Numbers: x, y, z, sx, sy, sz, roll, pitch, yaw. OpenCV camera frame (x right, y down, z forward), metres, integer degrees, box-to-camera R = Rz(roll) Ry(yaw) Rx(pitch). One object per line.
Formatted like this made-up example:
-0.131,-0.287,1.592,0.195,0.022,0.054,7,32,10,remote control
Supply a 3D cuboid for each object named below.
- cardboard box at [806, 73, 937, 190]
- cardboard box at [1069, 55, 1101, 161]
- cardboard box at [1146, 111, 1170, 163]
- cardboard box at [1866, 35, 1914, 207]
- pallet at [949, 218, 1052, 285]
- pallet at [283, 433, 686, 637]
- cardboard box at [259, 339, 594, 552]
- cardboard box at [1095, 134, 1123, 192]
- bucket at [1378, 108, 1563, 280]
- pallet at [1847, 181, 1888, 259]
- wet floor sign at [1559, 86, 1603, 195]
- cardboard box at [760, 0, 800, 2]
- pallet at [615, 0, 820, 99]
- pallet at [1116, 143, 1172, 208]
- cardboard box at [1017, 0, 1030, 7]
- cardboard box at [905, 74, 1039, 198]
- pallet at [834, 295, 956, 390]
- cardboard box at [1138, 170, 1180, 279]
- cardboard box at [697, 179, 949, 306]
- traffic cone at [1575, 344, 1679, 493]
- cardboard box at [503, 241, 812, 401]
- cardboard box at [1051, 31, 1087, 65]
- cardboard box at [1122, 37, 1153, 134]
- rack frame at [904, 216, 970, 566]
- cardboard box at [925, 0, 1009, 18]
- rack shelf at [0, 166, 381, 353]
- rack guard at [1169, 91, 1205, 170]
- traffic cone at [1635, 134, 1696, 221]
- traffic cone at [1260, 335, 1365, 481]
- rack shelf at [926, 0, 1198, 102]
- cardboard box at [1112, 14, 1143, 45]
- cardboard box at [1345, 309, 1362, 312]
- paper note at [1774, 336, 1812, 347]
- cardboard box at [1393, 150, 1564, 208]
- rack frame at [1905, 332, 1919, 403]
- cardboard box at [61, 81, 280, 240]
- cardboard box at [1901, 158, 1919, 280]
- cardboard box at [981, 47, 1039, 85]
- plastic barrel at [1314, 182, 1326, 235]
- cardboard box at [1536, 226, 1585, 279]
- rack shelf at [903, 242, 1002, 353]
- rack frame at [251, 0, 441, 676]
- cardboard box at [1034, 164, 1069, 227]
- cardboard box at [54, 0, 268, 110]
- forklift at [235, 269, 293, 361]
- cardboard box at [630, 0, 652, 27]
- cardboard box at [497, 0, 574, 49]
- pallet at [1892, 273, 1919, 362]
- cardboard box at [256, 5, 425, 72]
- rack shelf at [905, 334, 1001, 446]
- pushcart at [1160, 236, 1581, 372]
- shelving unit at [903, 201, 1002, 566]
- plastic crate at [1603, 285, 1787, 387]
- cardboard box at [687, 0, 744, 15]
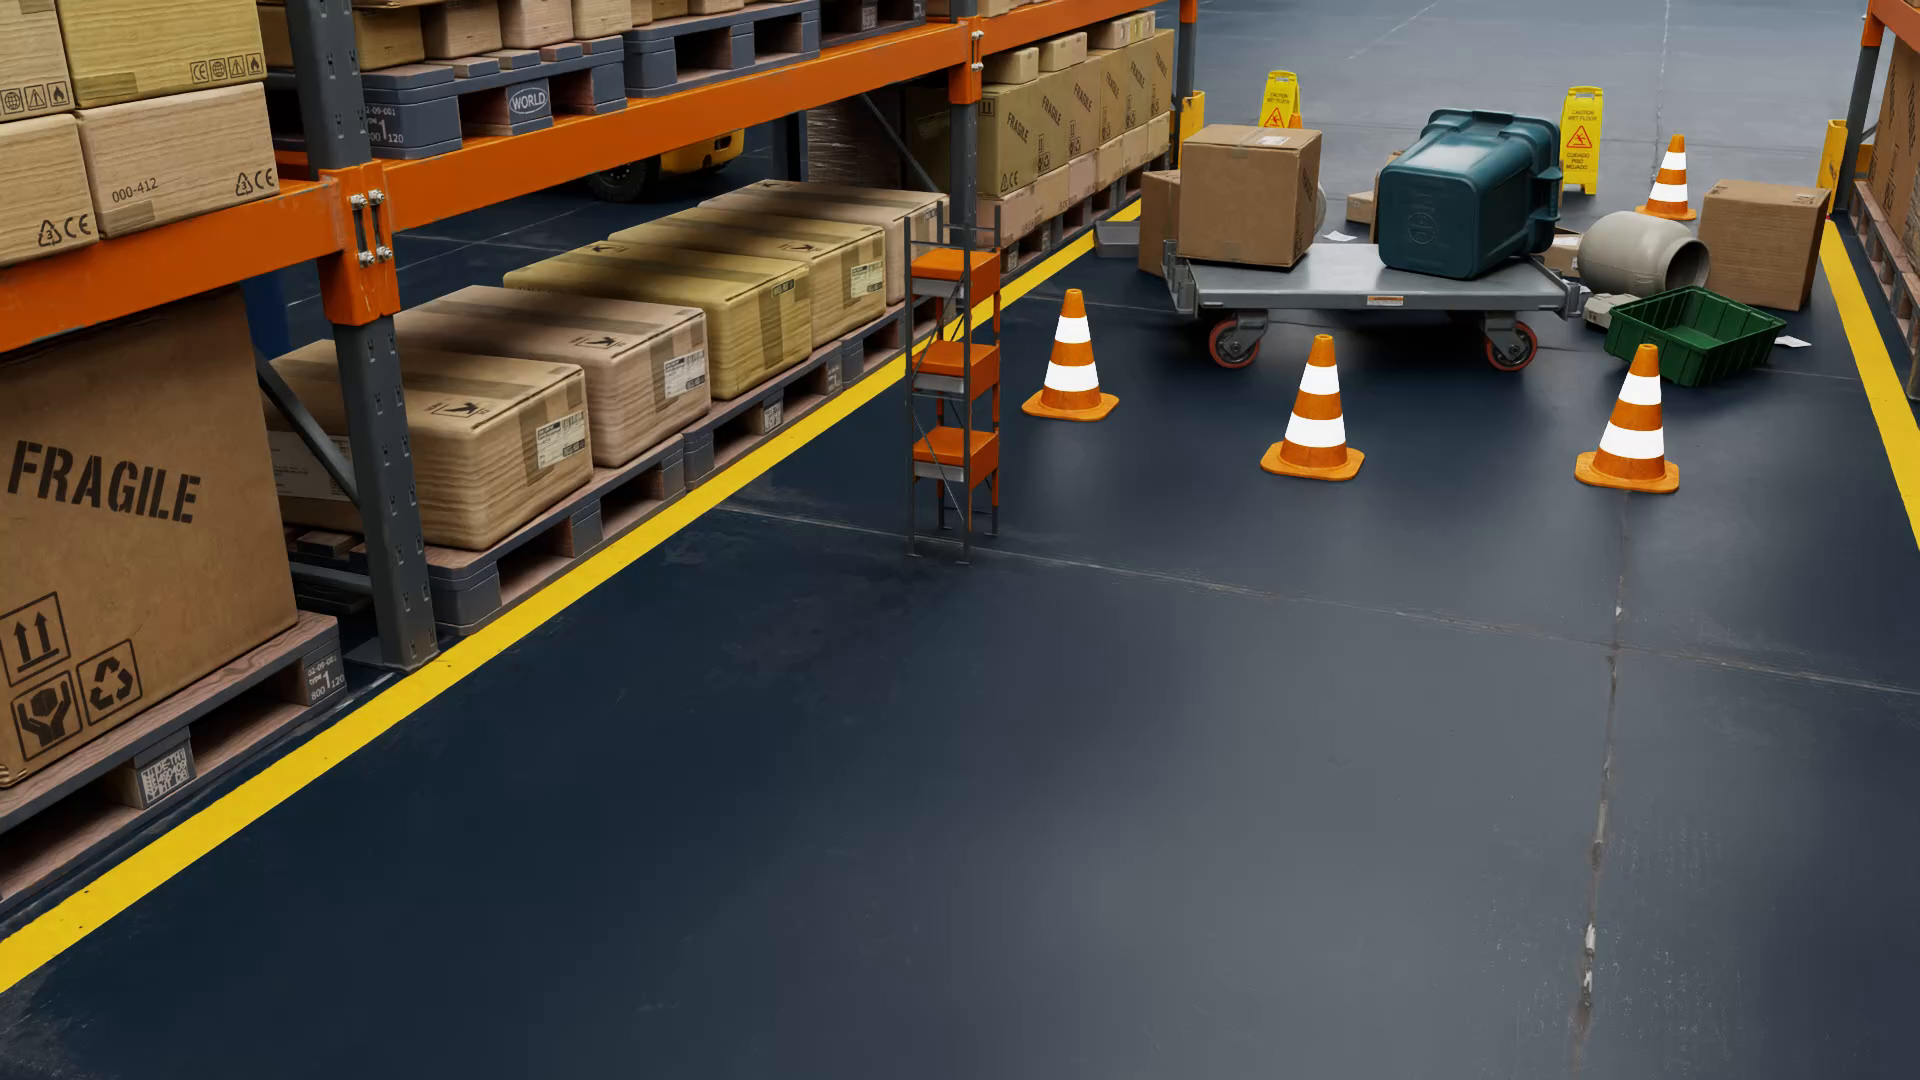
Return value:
-0.437,-2.072,8.369,0.500,0.500,0.500,8,24,19,cardboard box
0.445,-2.373,9.090,0.500,0.500,0.500,10,25,23,cardboard box
1.019,-2.571,10.536,0.500,0.250,0.500,9,24,20,cardboard box
5.521,-2.271,9.008,0.875,0.875,0.875,9,24,20,cardboard box
-0.191,-1.510,8.591,1.003,0.211,1.213,9,24,20,pallet
-1.602,-0.112,5.245,1.003,0.211,1.213,9,24,20,pallet
-1.674,-0.302,4.945,0.950,0.372,0.625,7,24,16,cardboard box
0.639,-2.207,9.666,0.500,0.250,0.500,8,24,18,cardboard box
2.136,-1.448,7.101,0.726,0.611,0.620,19,39,38,bucket
5.487,-1.726,9.108,1.003,0.211,1.213,9,24,20,pallet
3.884,-2.518,10.440,0.267,0.644,0.232,5,23,11,wet floor sign
-0.735,-2.042,6.029,0.380,0.149,0.250,9,24,20,cardboard box
-1.196,-1.745,5.786,1.003,0.211,1.213,9,24,20,pallet
0.716,-2.383,10.681,1.003,0.211,1.213,9,24,20,pallet
0.124,-2.699,8.146,0.380,0.149,0.250,9,24,20,cardboard box
0.063,-1.995,8.183,0.500,0.500,0.500,10,25,23,cardboard box
-0.695,-0.986,7.336,1.003,0.211,1.213,9,24,20,pallet
1.254,-1.588,8.399,0.500,0.500,0.500,-12,25,-26,cardboard box
-0.600,-1.344,7.441,0.950,0.372,0.625,9,24,21,cardboard box
2.326,-0.444,5.713,0.336,0.463,0.334,9,24,20,traffic cone
-1.120,-0.838,6.228,0.950,0.372,0.625,10,25,22,cardboard box
0.451,-2.611,8.817,0.380,0.149,0.250,10,25,23,cardboard box
0.832,-2.742,9.973,0.500,0.500,0.500,10,25,22,cardboard box
-0.065,-0.422,4.897,0.200,1.050,0.008,9,24,20,rack frame
0.007,-2.502,7.674,0.380,0.149,0.250,9,24,20,cardboard box
-2.636,-0.072,2.464,1.077,0.370,4.000,9,24,20,rack shelf
1.050,-2.802,11.309,1.175,0.500,0.348,9,24,20,rack guard
4.196,-2.153,9.803,0.336,0.463,0.334,9,24,20,traffic cone
1.253,-0.489,5.821,0.336,0.463,0.334,9,24,20,traffic cone
0.336,-2.935,9.318,1.077,0.370,4.000,9,24,20,rack shelf
0.853,-2.998,9.745,0.380,0.149,0.250,9,24,21,cardboard box
1.888,-1.274,7.955,0.258,0.266,0.396,-7,24,-17,cardboard box
3.635,-0.879,7.314,0.147,0.020,0.142,-7,24,-17,paper note
2.777,-1.840,9.001,0.797,0.503,0.637,-7,24,-17,cardboard box
4.226,-1.879,5.856,1.000,3.000,0.127,9,24,20,rack frame
-1.840,-0.832,3.546,0.500,0.250,0.500,8,24,18,cardboard box
4.856,-1.630,7.473,0.875,0.875,0.875,9,24,20,cardboard box
0.165,-2.330,8.145,0.380,0.149,0.250,9,24,21,cardboard box
1.717,-1.838,9.101,0.421,0.421,0.512,-12,25,-26,plastic barrel
3.155,-1.496,8.487,0.396,0.266,0.258,13,26,29,cardboard box
-0.020,-0.717,4.897,0.215,0.259,0.240,9,24,20,rack shelf
-1.893,-1.120,4.039,1.000,3.000,0.127,9,24,20,rack frame
0.250,-1.841,8.789,0.500,0.250,0.500,10,25,23,cardboard box
-1.837,-1.072,3.469,0.500,0.250,0.500,9,24,20,cardboard box
-3.853,-1.728,5.583,3.031,2.935,1.130,11,25,24,forklift
-1.181,-1.668,5.132,0.380,0.149,0.250,10,25,23,cardboard box
-1.319,-1.475,4.670,0.380,0.149,0.250,7,24,17,cardboard box
4.581,-0.853,7.018,1.003,0.211,1.213,9,24,20,pallet
-1.600,-1.287,4.221,0.380,0.149,0.250,7,24,17,cardboard box
-0.020,-0.456,5.006,0.215,0.259,0.240,9,24,20,rack shelf
1.728,-1.033,7.233,1.648,0.377,0.936,1,23,2,pushcart
-0.020,-0.465,5.002,0.215,1.050,0.252,9,24,20,shelving unit
3.074,-0.857,6.985,0.662,0.188,0.450,-17,38,-35,plastic crate
-0.954,-1.859,5.589,0.380,0.149,0.250,10,25,22,cardboard box
